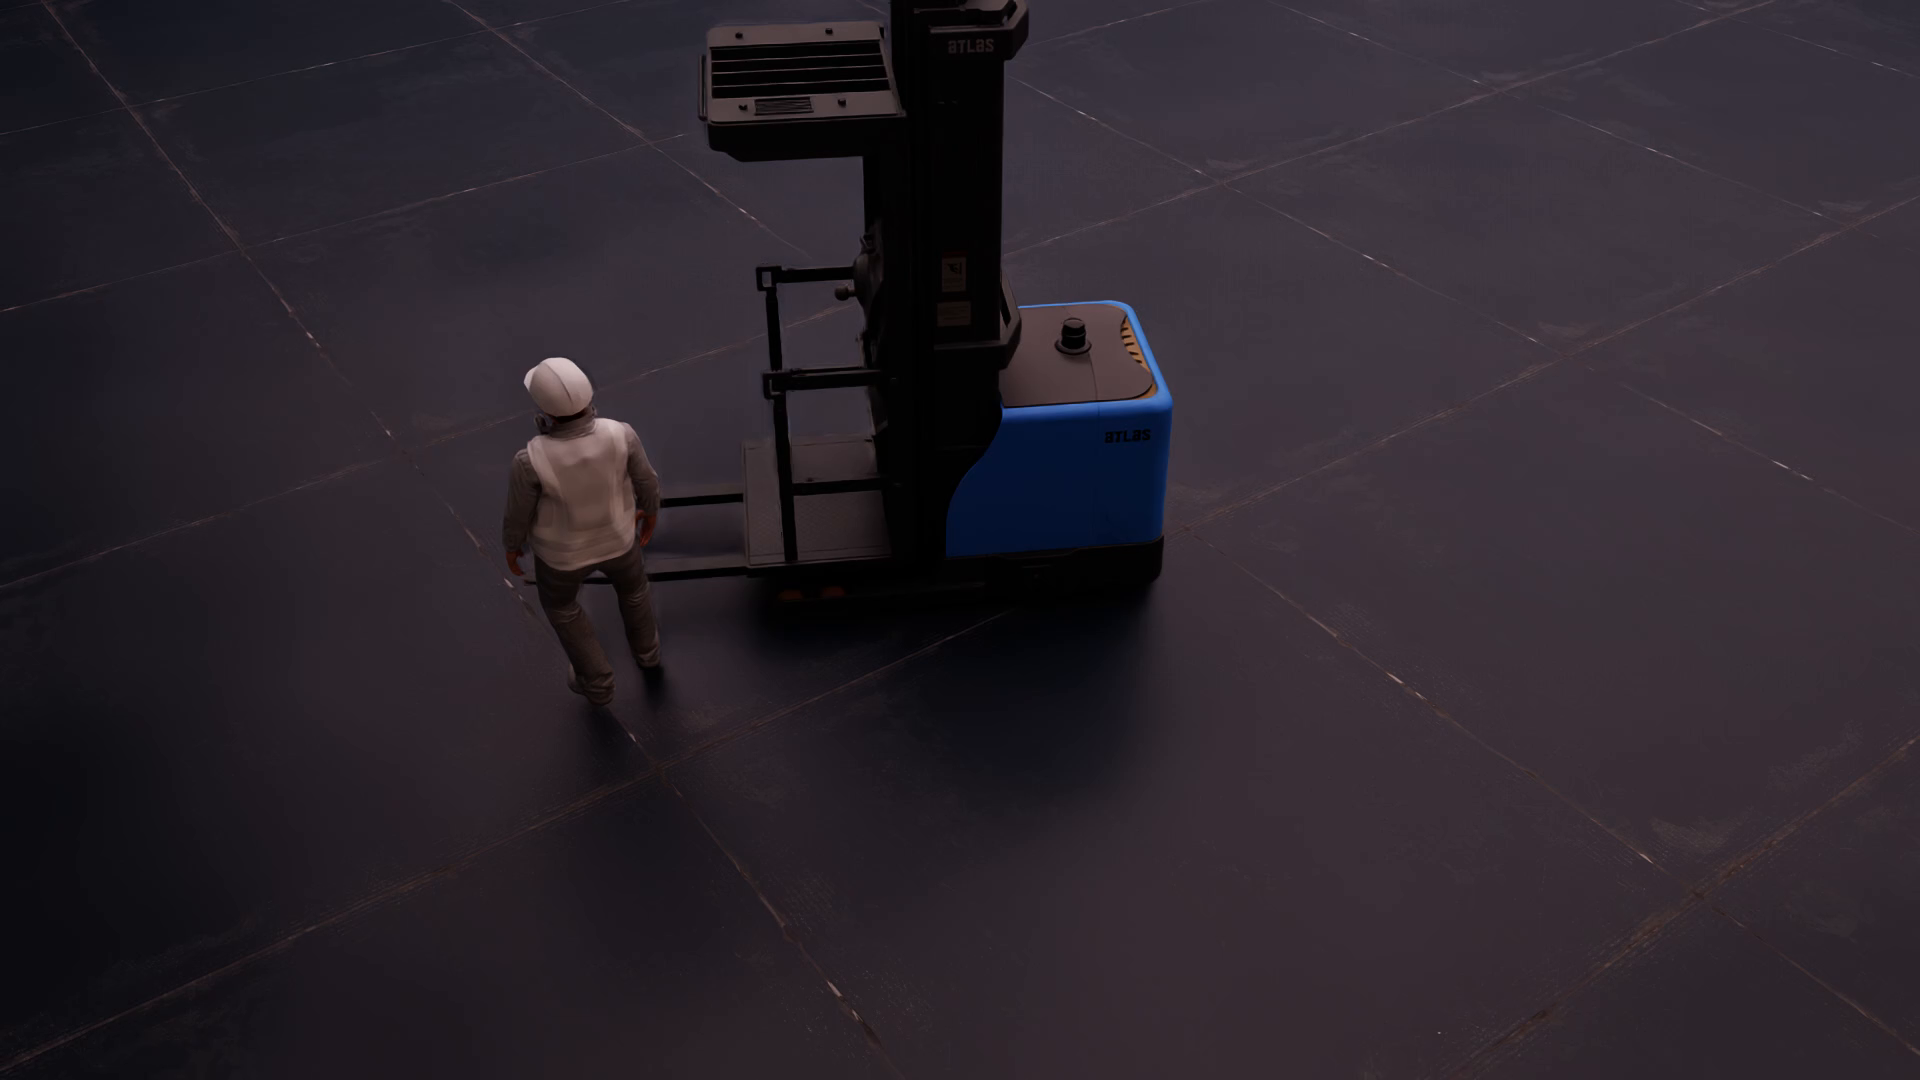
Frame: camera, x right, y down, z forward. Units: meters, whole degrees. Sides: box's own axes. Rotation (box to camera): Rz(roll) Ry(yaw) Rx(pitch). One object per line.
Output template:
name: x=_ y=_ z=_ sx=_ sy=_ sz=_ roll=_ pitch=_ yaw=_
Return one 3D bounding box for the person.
person: x=-1.589 y=-0.060 z=6.950 sx=0.663 sy=1.759 sz=0.593 roll=-18 pitch=40 yaw=-22

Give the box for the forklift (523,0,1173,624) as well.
forklift: x=-0.581 y=-1.114 z=7.452 sx=3.031 sy=2.935 sz=1.130 roll=-4 pitch=37 yaw=-6
